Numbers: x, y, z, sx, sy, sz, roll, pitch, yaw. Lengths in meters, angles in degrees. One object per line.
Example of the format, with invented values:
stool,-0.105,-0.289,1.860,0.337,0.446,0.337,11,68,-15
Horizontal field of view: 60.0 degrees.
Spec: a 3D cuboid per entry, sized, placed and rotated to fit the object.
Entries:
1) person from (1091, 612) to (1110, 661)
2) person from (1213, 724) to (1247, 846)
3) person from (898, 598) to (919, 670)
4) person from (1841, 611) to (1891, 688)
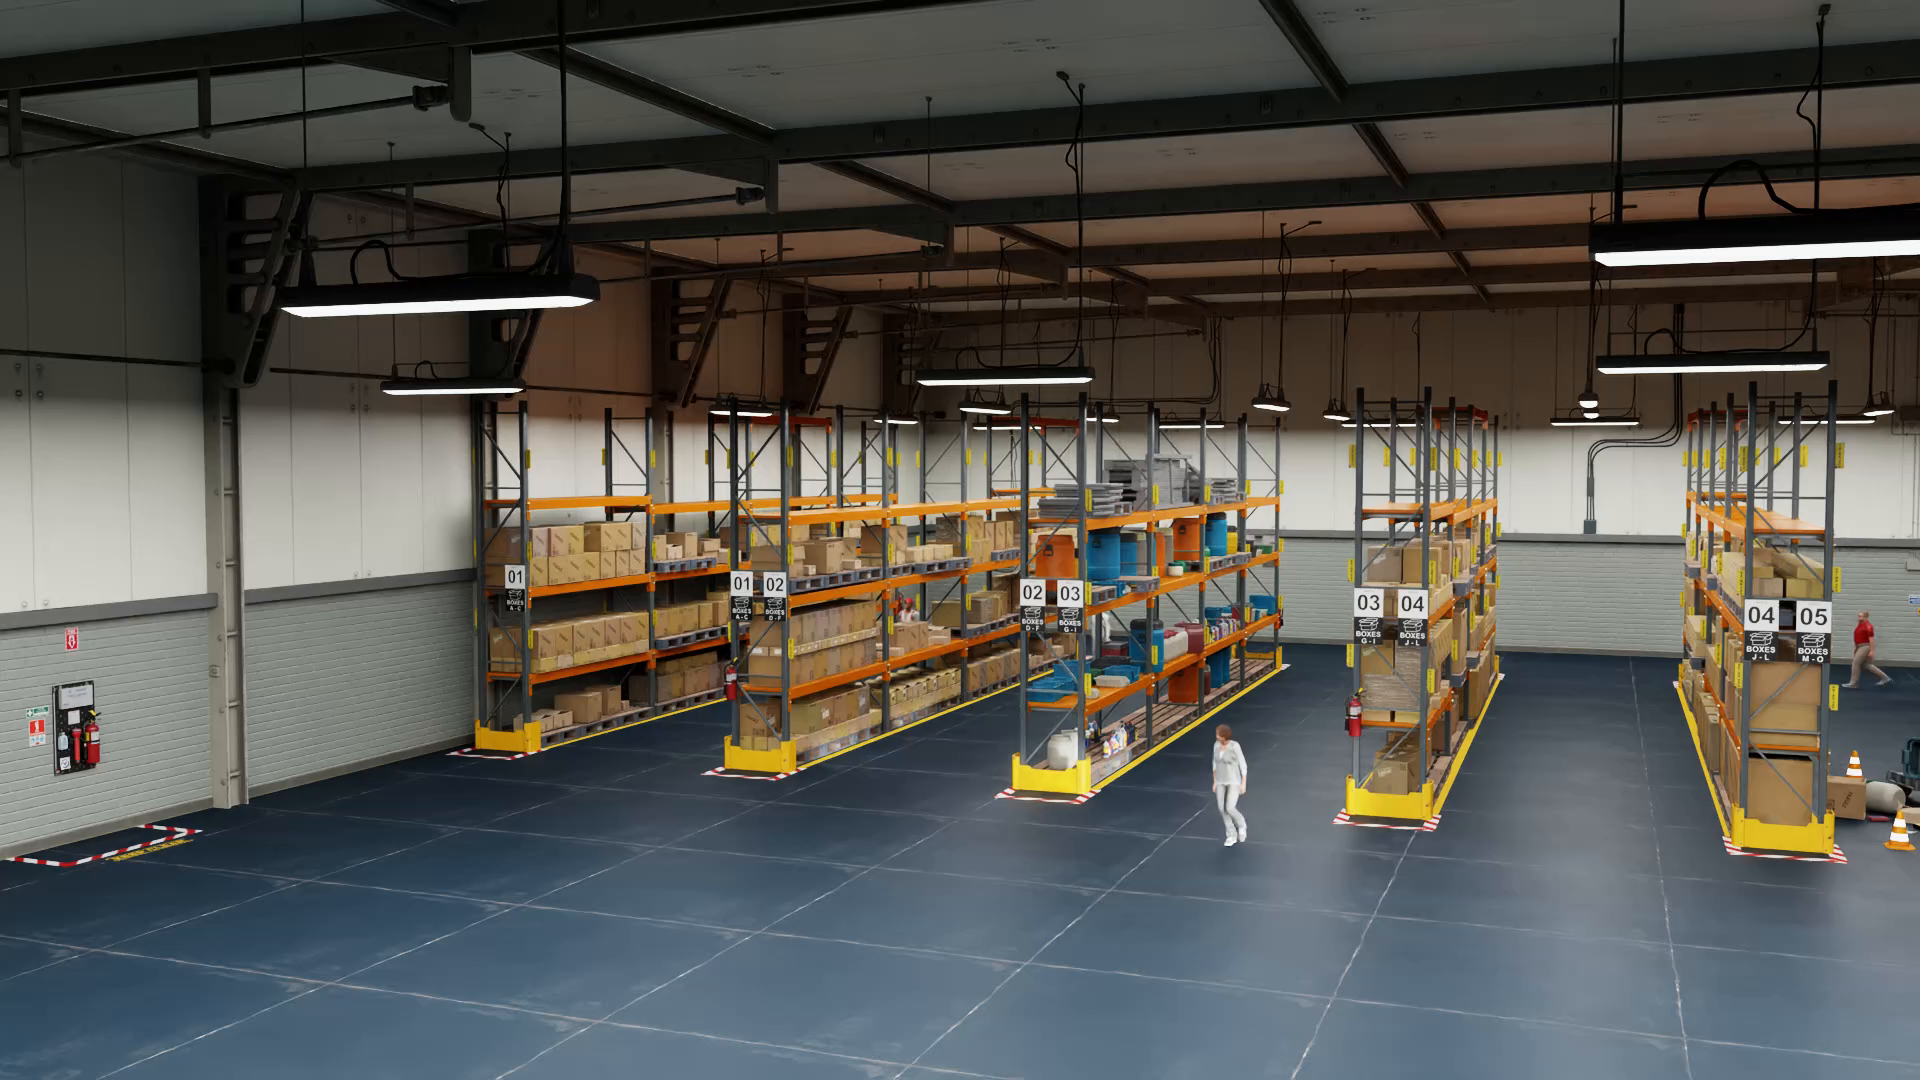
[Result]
person,3.333,2.258,39.260,0.487,1.637,0.853,1,3,19
person,3.510,3.175,21.593,0.498,1.566,0.455,3,4,43
person,-1.214,2.236,38.448,0.612,1.807,0.510,2,3,29
person,19.741,2.386,36.216,0.986,1.684,0.539,1,3,18
